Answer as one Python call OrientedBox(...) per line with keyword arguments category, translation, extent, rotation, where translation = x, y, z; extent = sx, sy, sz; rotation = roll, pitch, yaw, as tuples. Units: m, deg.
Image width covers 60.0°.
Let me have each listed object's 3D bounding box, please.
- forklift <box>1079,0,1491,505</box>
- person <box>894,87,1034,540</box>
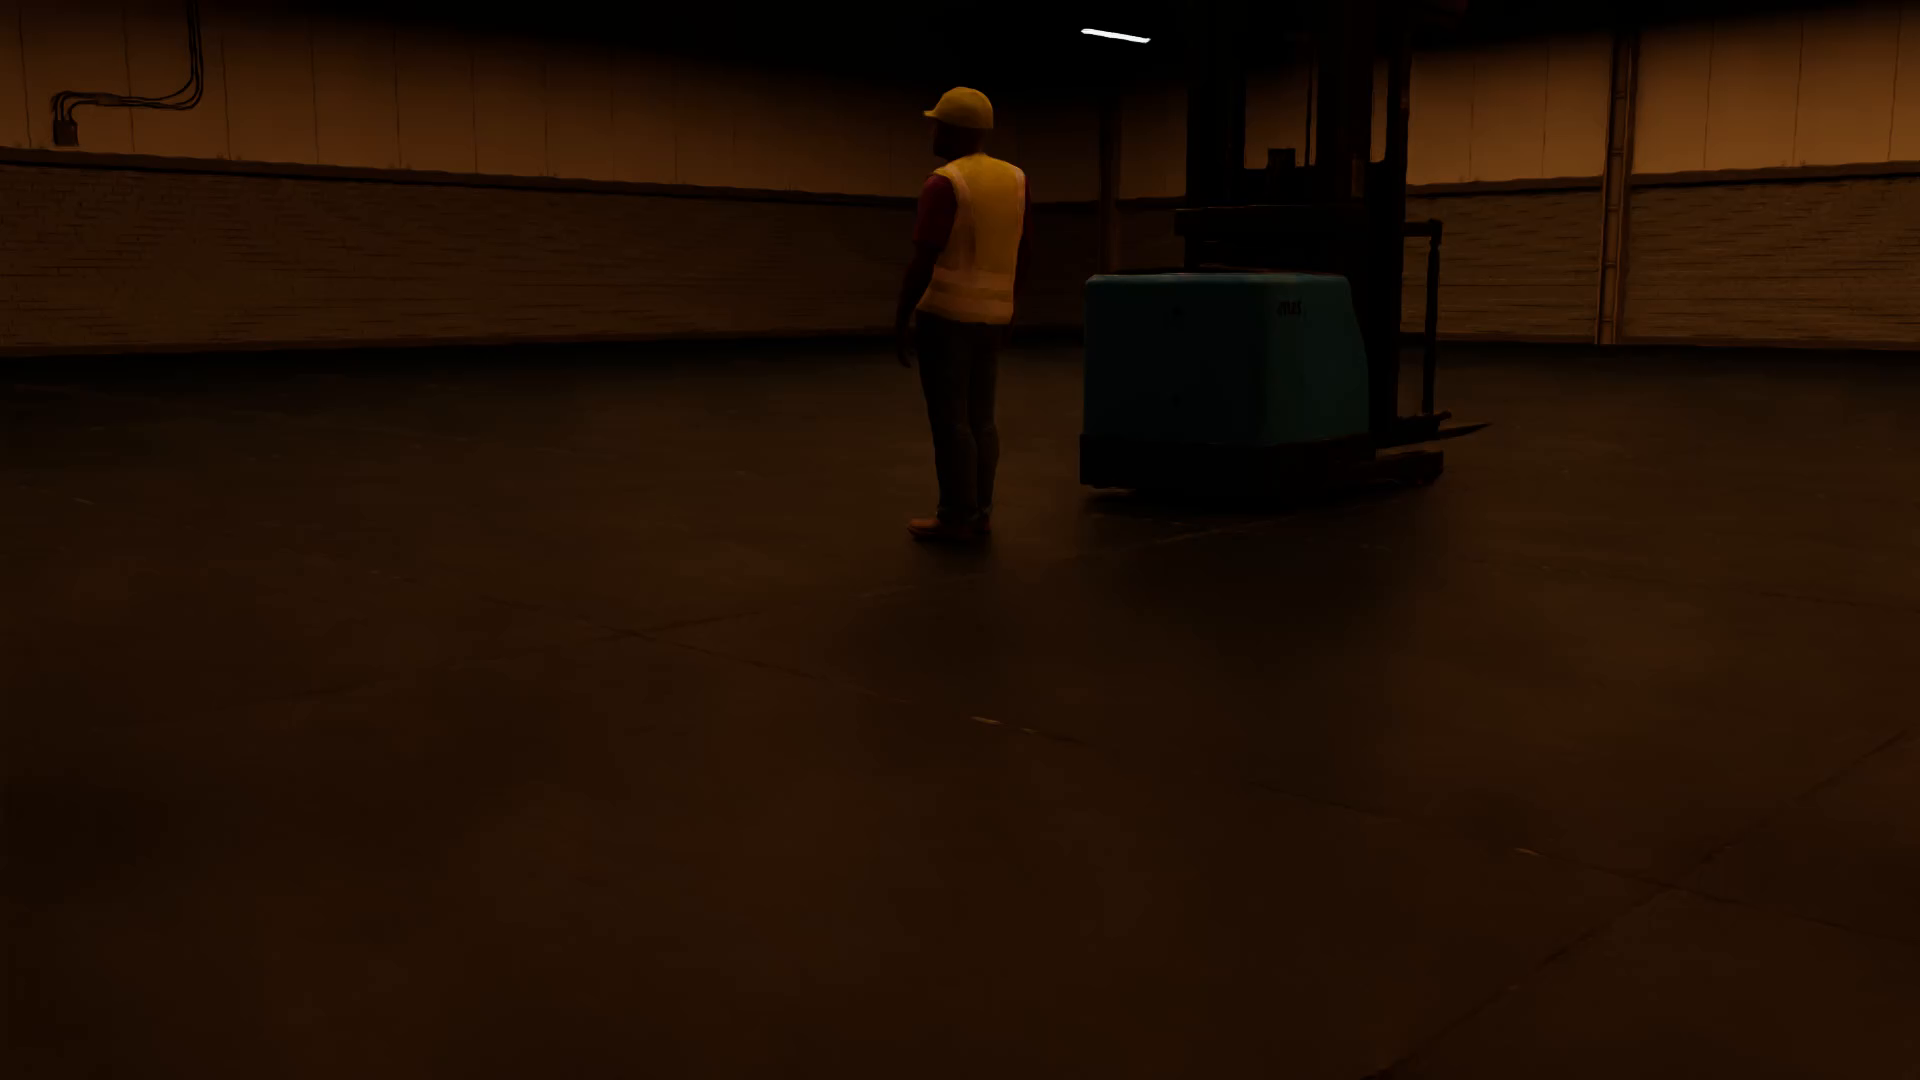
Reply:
OrientedBox(category="forklift", translation=(1.908, -1.778, 8.683), extent=(1.130, 2.935, 3.031), rotation=(7, 11, 39))
OrientedBox(category="person", translation=(-0.046, -0.888, 6.637), extent=(0.576, 1.766, 0.665), rotation=(8, 12, 43))
